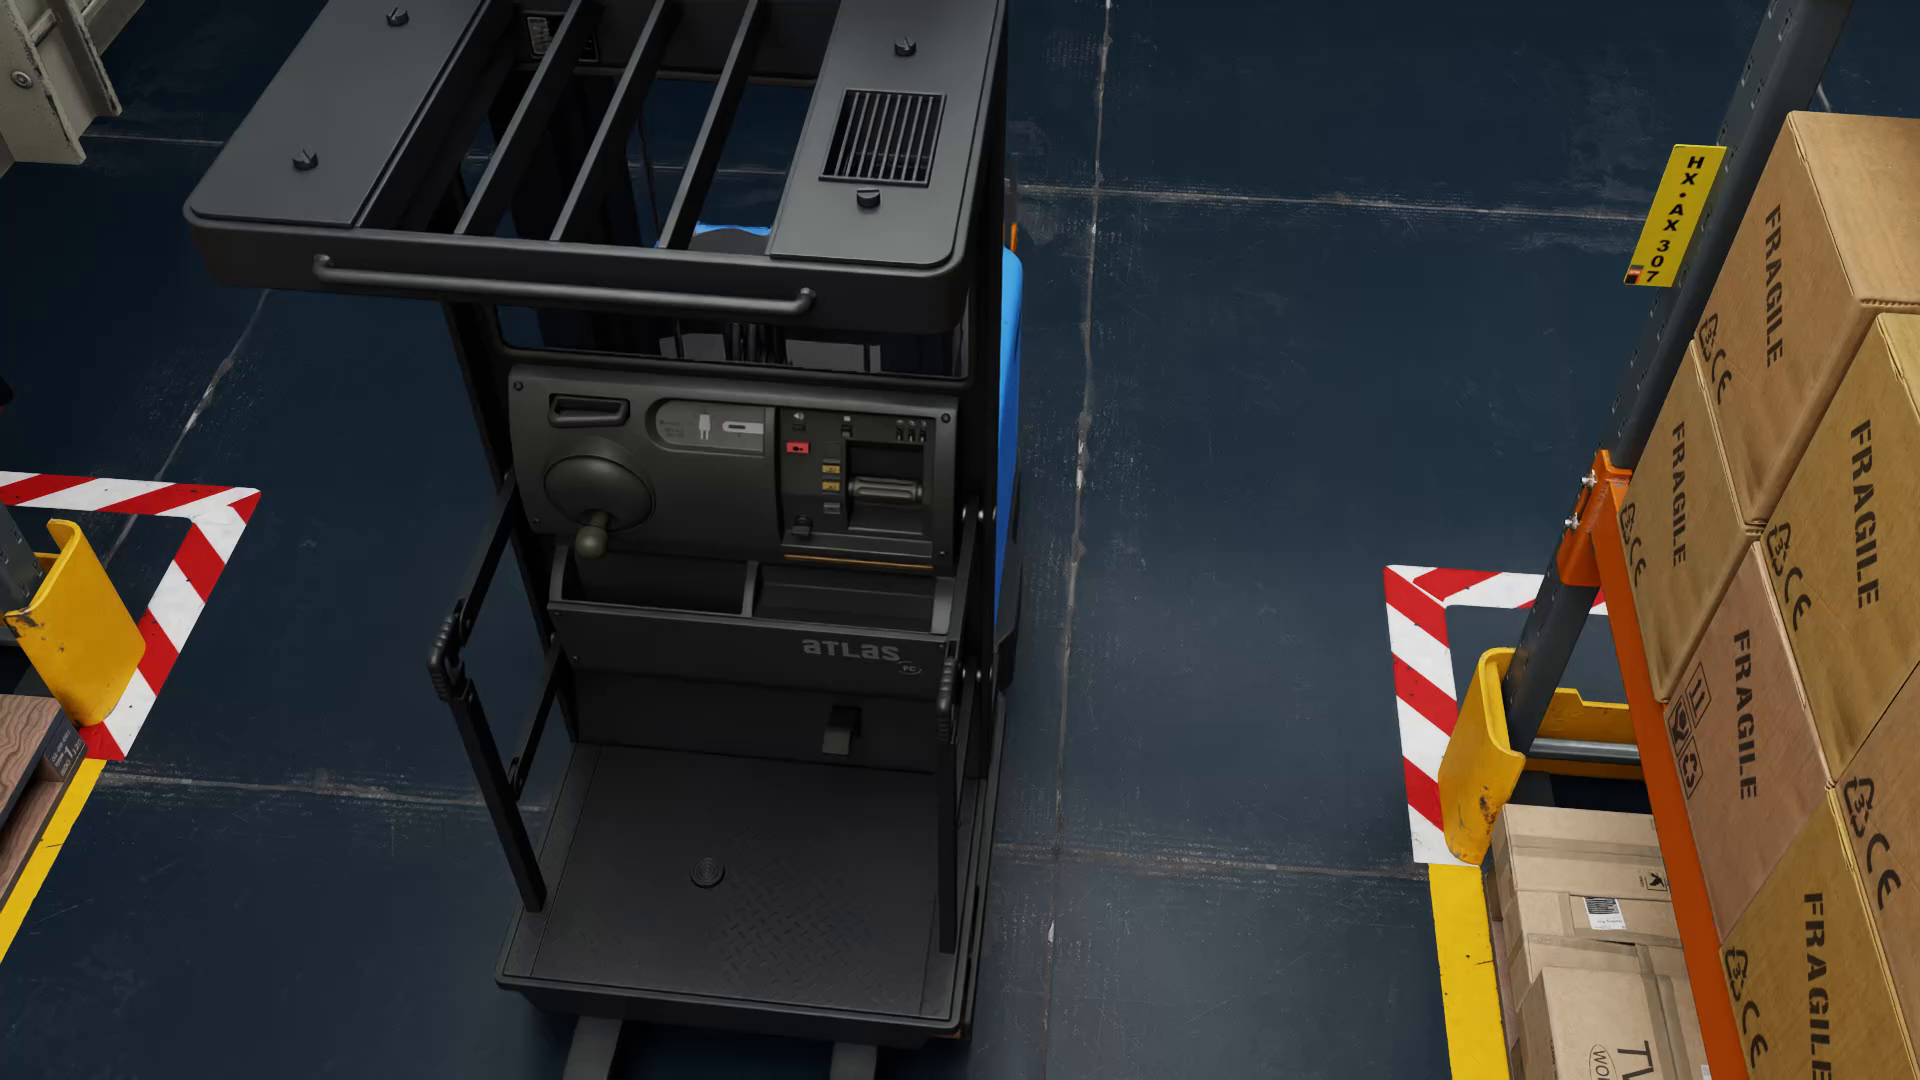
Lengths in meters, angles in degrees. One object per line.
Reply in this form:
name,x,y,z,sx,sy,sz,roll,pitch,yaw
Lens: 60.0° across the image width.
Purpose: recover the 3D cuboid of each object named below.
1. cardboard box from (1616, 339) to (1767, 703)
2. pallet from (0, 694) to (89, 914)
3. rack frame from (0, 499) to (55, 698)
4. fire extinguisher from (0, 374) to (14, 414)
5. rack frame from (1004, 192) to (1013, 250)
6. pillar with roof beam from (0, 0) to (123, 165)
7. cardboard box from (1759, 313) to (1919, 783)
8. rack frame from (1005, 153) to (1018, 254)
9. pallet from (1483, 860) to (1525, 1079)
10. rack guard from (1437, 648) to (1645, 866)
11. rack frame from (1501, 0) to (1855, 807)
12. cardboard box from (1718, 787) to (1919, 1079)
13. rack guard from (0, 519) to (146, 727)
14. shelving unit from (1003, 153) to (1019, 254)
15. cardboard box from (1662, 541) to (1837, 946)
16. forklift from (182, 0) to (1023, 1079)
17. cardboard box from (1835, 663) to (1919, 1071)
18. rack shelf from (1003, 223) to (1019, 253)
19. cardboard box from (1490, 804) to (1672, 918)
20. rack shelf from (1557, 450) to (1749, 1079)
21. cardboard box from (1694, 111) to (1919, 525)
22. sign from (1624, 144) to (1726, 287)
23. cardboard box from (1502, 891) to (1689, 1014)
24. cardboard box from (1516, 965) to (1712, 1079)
cardboard box,1.611,-0.015,3.163,0.500,0.500,0.500,5,48,4
pallet,-3.014,0.914,4.271,1.003,0.211,1.213,4,48,4
rack frame,-3.019,-0.620,3.785,1.000,3.000,0.127,4,48,4
fire extinguisher,-2.546,-0.548,4.024,0.296,0.674,0.183,4,48,4
rack frame,0.022,-0.539,4.930,0.240,1.200,0.006,5,48,4
pillar with roof beam,0.653,-4.398,3.174,9.100,9.000,0.400,4,48,4
cardboard box,1.571,0.032,2.443,0.500,0.500,0.500,4,48,4
rack frame,0.042,-0.673,5.053,0.240,1.200,0.006,5,48,4
pallet,1.836,1.293,3.924,1.003,0.211,1.213,4,48,4
rack guard,1.907,0.610,4.354,1.175,0.500,0.348,4,48,4
rack frame,1.914,-0.290,3.482,1.000,3.000,0.127,4,48,4
cardboard box,1.521,0.733,2.479,0.500,0.500,0.500,4,48,3
rack guard,-3.017,0.206,4.723,1.175,0.500,0.348,4,48,4
shelving unit,0.032,-0.606,4.991,0.258,1.200,0.189,5,48,4
cardboard box,1.570,0.364,2.816,0.500,0.500,0.500,3,48,3
forklift,-0.490,-0.036,3.296,1.130,2.935,3.031,5,48,4
cardboard box,1.521,0.399,2.107,0.500,0.500,0.500,4,48,4
rack shelf,0.032,-0.819,4.759,0.258,0.103,0.180,5,48,4
cardboard box,1.534,0.808,4.112,0.380,0.149,0.250,4,48,4
rack shelf,1.732,1.423,2.404,1.077,0.370,4.000,4,48,4
cardboard box,1.611,-0.353,2.794,0.500,0.500,0.500,5,48,5
sign,1.374,-0.618,3.196,0.100,0.325,0.005,4,48,4
cardboard box,1.511,0.986,3.937,0.380,0.166,0.250,4,48,4
cardboard box,1.537,1.238,3.651,0.500,0.250,0.500,4,48,4
